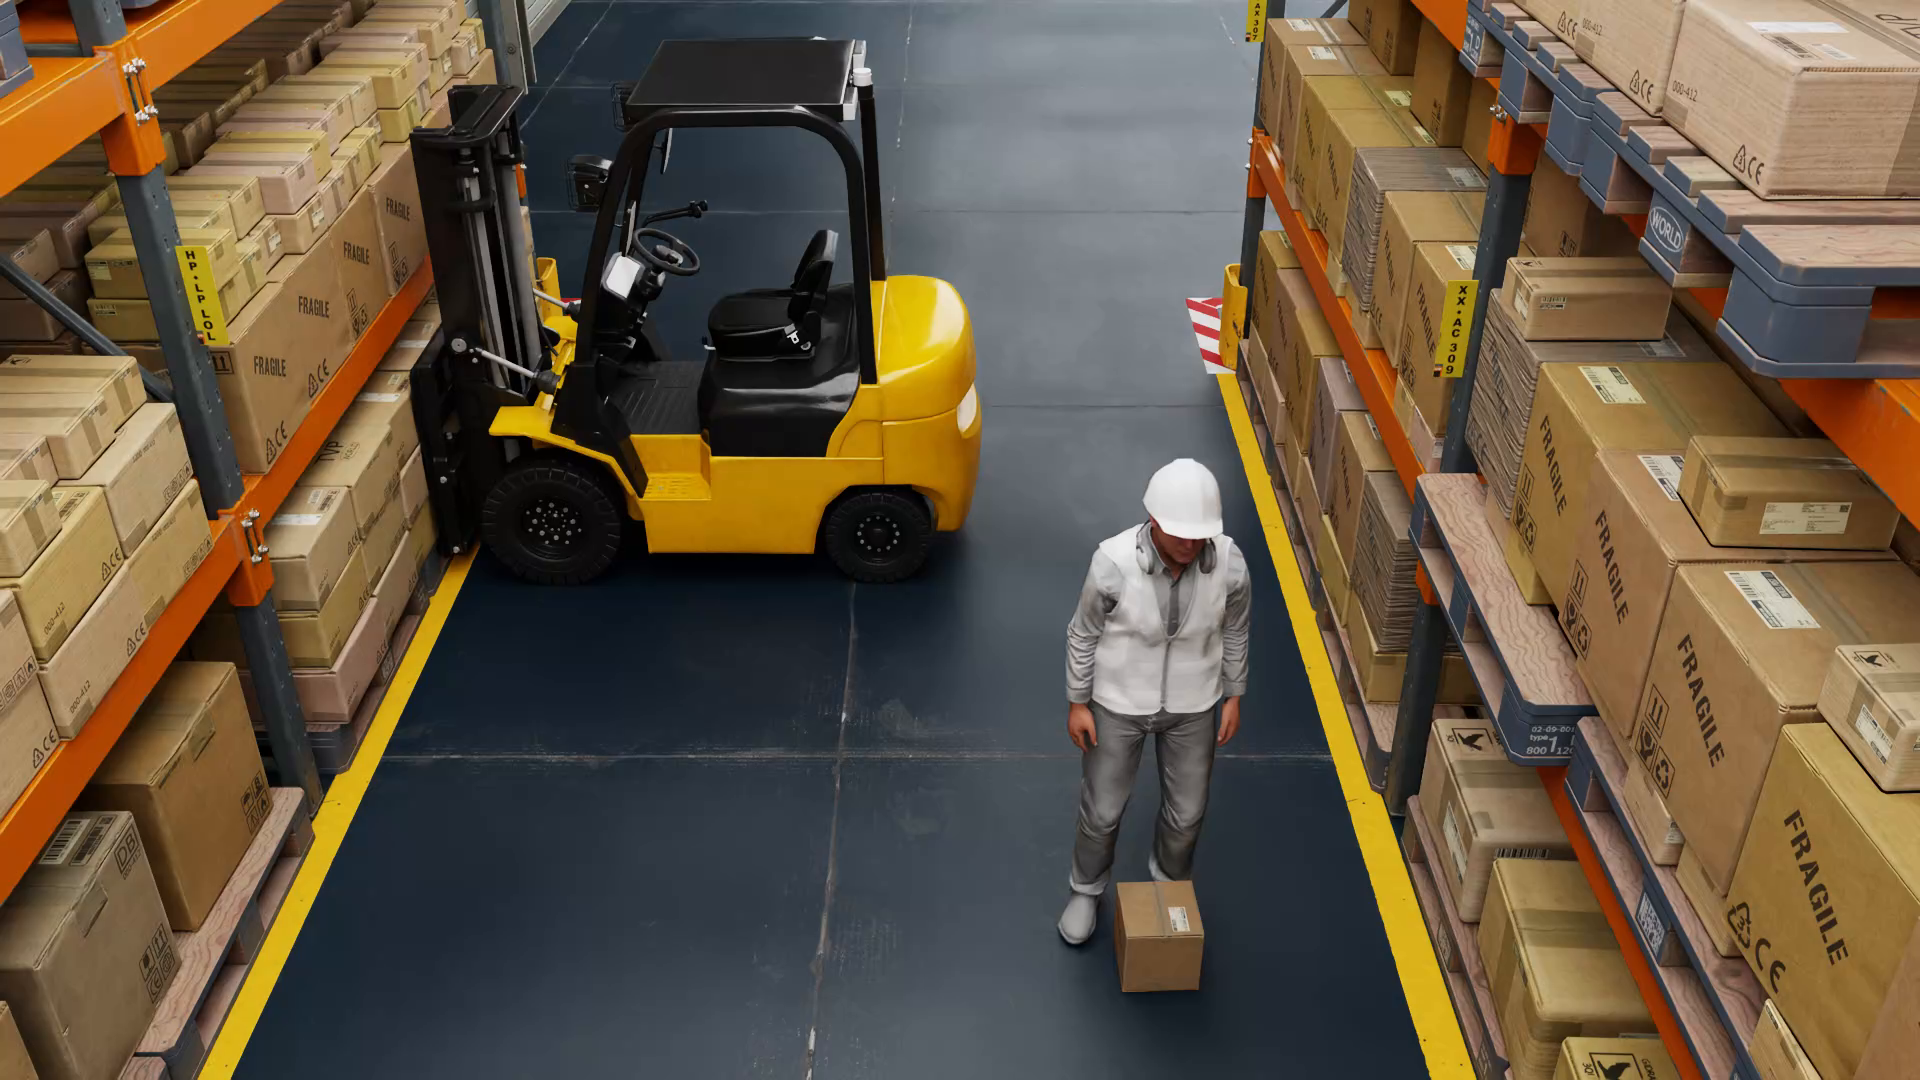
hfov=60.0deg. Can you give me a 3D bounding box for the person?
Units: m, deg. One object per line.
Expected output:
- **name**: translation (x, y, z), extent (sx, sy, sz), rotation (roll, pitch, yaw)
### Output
- **person**: translation (0.618, 0.510, 5.273), extent (0.588, 1.770, 0.463), rotation (-2, 31, -4)
